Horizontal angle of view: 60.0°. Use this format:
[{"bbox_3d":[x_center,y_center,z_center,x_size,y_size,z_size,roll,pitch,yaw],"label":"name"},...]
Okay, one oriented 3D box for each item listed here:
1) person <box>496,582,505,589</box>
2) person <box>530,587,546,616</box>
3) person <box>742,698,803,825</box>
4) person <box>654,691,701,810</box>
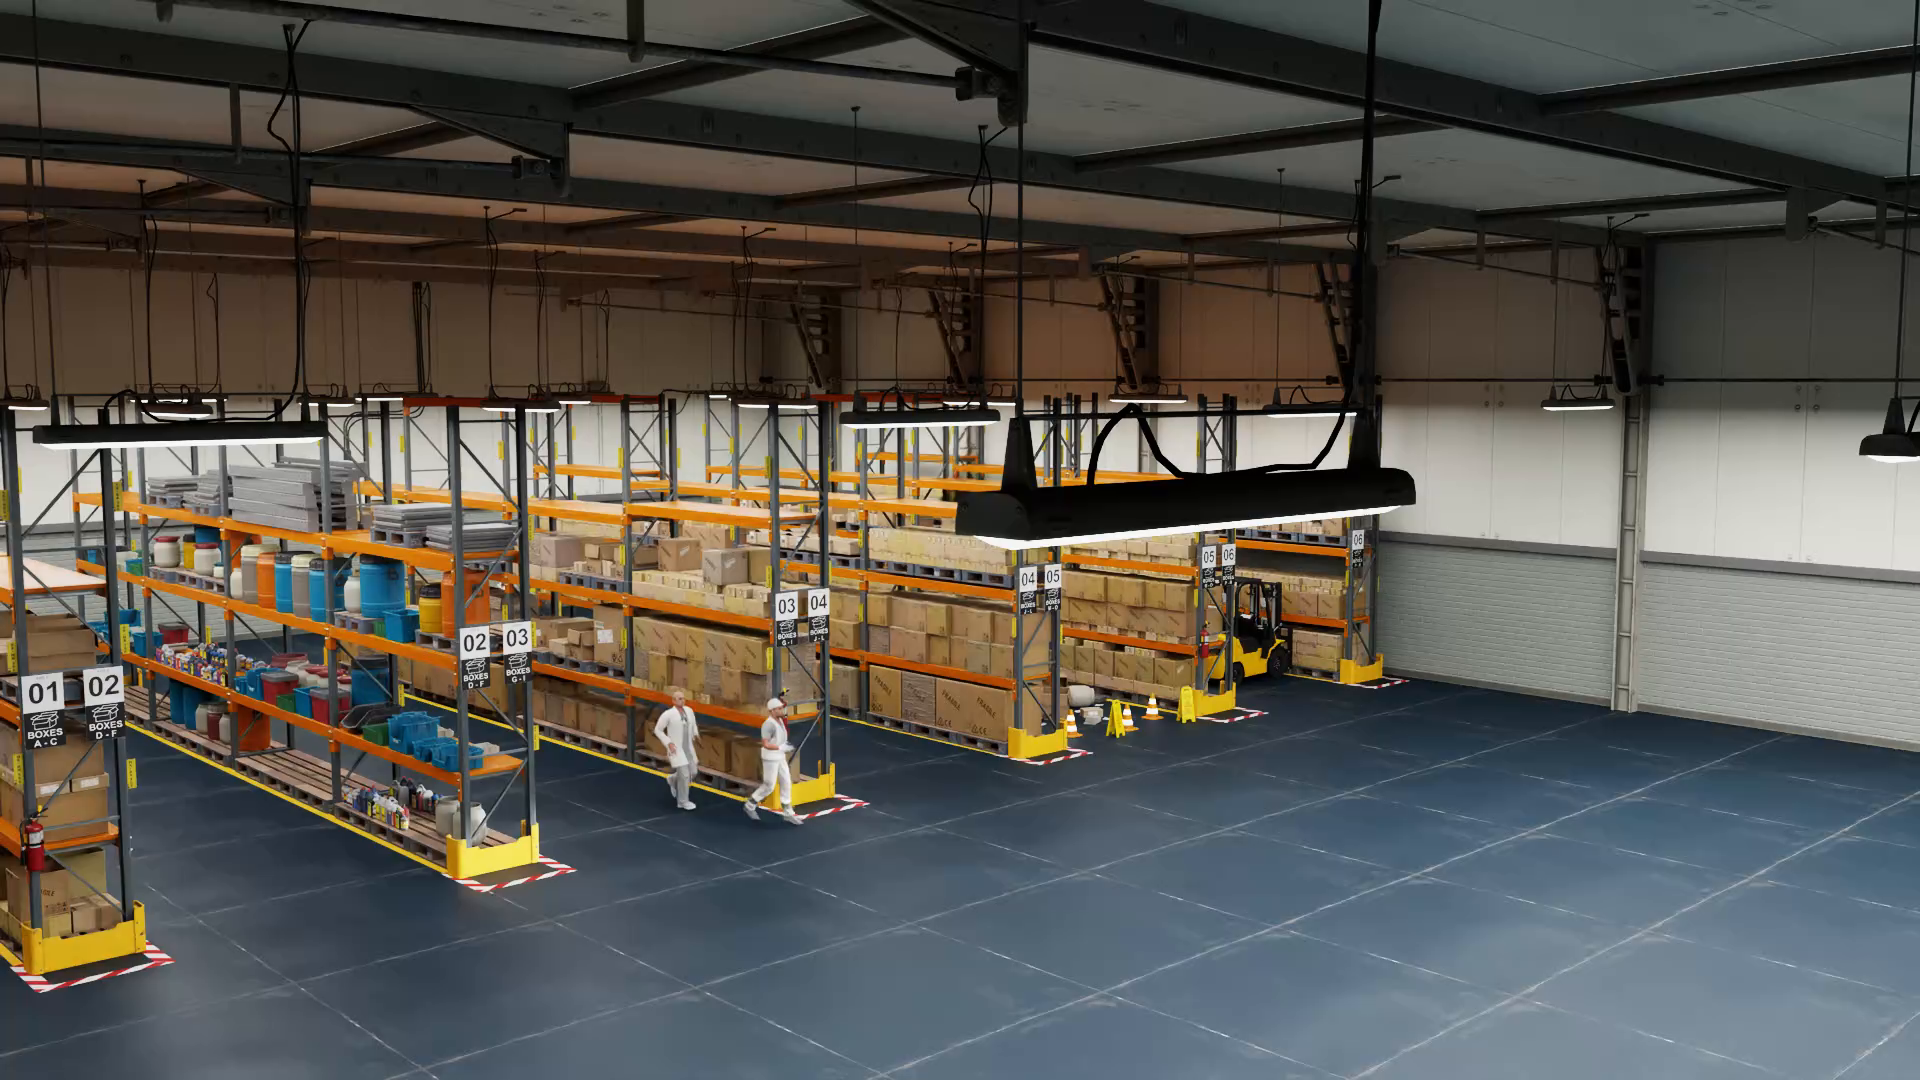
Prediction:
[{"bbox_3d":[-11.080,1.640,39.795,0.807,1.739,0.710,4,7,33],"label":"person"},{"bbox_3d":[-10.390,1.482,40.900,0.669,1.800,0.896,3,6,30],"label":"person"},{"bbox_3d":[-2.666,3.146,23.677,0.879,1.813,0.685,2,6,17],"label":"person"},{"bbox_3d":[-4.166,3.131,24.566,0.724,1.651,0.703,5,8,43],"label":"person"}]
